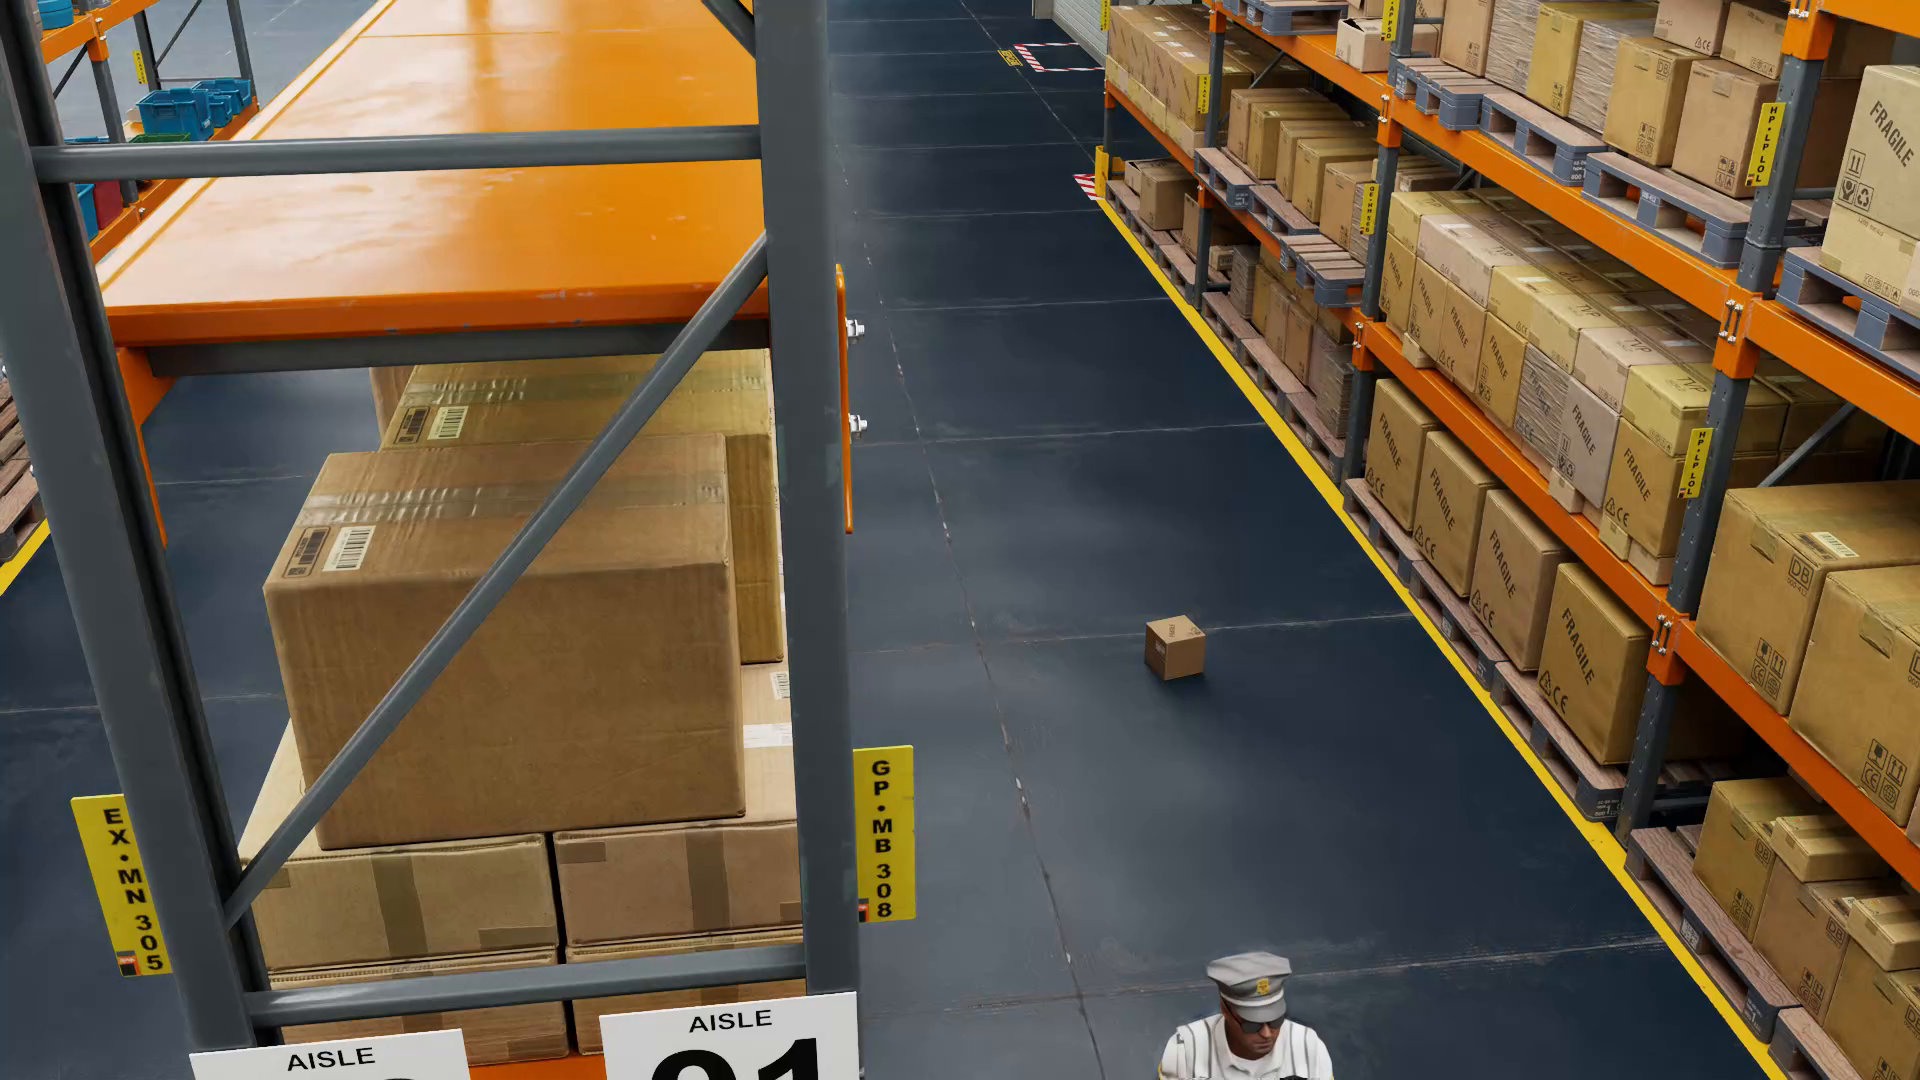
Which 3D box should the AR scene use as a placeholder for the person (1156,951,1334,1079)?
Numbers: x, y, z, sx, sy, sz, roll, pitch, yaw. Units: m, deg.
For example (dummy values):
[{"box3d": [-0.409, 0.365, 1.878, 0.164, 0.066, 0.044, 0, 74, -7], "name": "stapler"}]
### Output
[{"box3d": [0.853, 2.052, 5.093, 0.576, 1.855, 0.513, -1, 27, -3], "name": "person"}]
